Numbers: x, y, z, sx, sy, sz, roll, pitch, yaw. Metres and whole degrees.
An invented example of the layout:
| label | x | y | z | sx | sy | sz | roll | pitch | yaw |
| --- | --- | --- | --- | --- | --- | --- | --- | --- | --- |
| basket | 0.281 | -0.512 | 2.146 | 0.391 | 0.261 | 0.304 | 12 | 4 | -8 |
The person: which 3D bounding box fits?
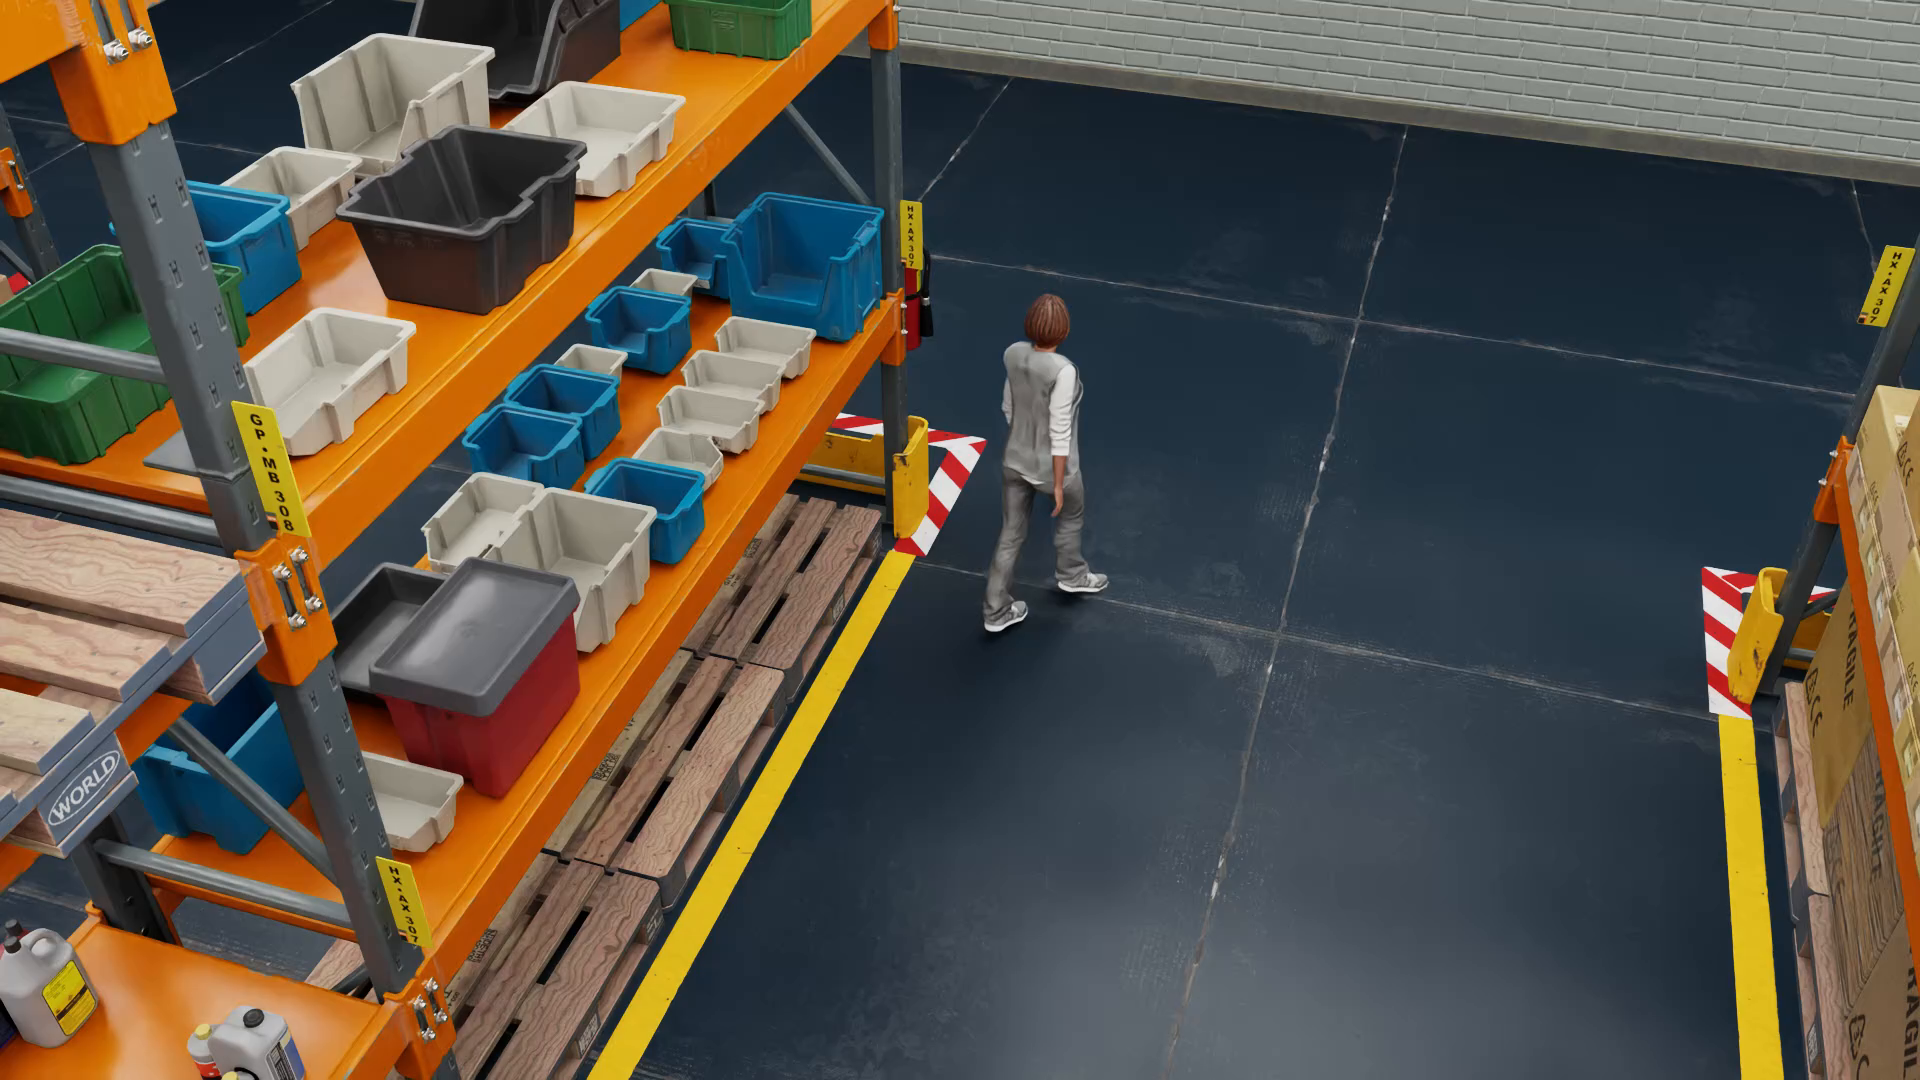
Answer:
| label | x | y | z | sx | sy | sz | roll | pitch | yaw |
| --- | --- | --- | --- | --- | --- | --- | --- | --- | --- |
| person | 0.343 | -0.326 | 7.328 | 0.466 | 1.594 | 0.722 | 26 | 45 | 30 |
